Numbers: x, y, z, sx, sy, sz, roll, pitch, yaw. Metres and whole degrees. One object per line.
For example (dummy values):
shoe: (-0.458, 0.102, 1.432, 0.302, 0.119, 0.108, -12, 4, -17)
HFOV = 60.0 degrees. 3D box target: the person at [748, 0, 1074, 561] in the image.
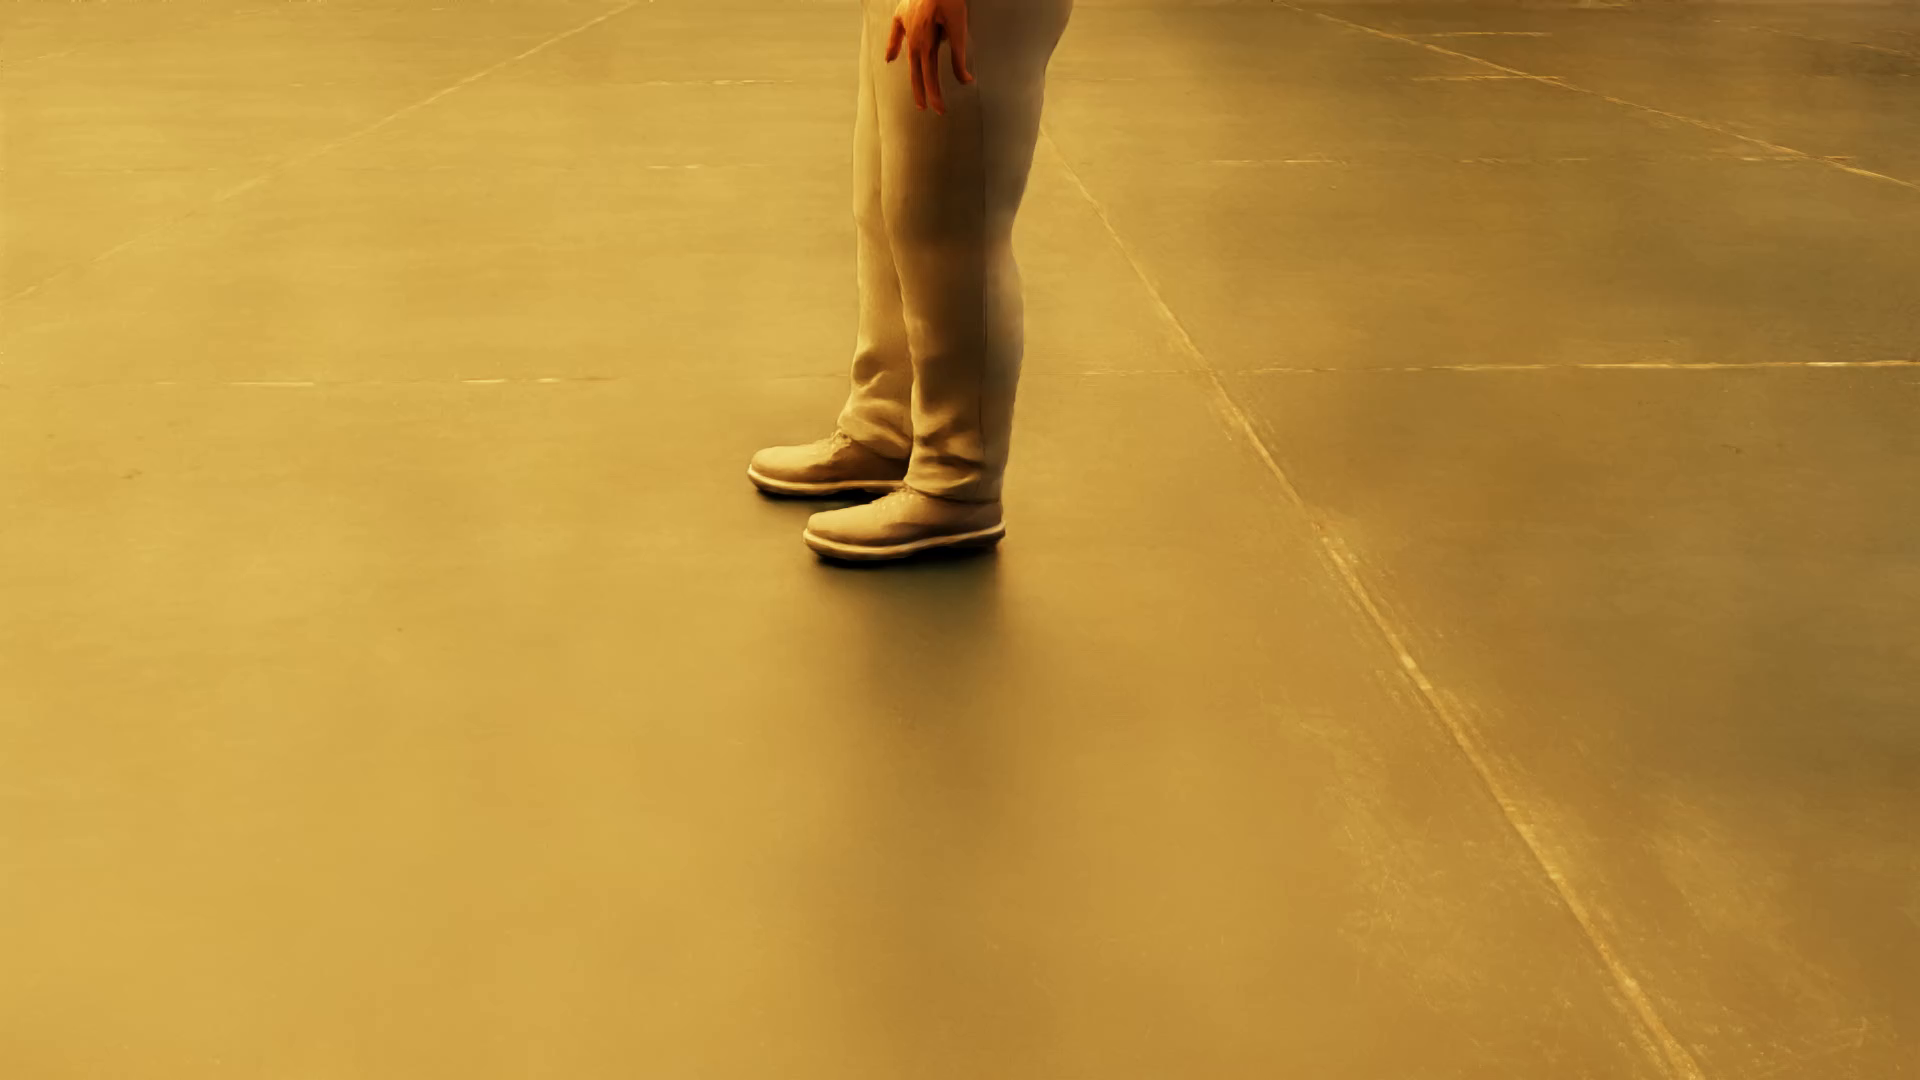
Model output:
person: (-0.078, -0.840, 2.416, 0.574, 1.781, 0.640, -1, 21, -3)
